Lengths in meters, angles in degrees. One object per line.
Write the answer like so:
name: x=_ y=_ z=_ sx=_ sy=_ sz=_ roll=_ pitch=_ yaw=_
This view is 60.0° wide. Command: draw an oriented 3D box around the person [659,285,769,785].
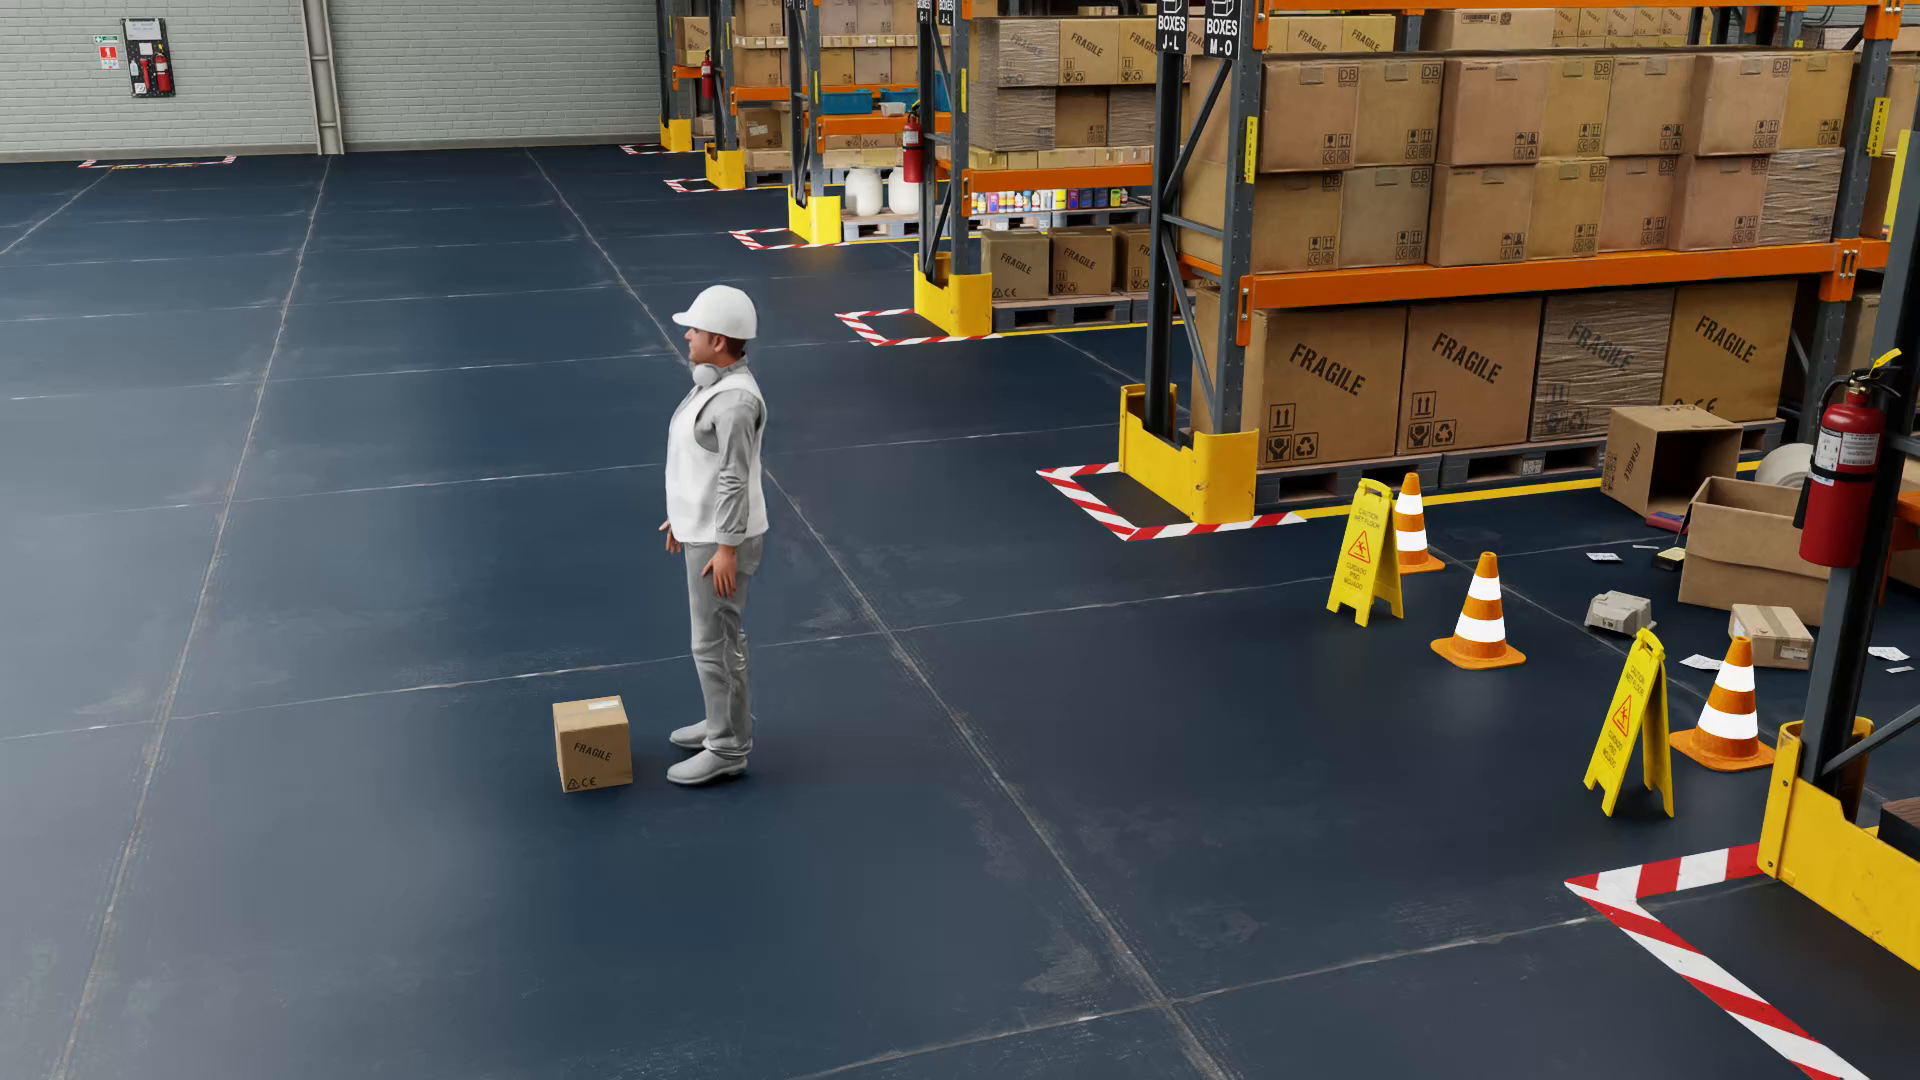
person: x=-0.911 y=-0.028 z=6.042 sx=0.427 sy=1.788 sz=0.553 roll=-4 pitch=20 yaw=-12
